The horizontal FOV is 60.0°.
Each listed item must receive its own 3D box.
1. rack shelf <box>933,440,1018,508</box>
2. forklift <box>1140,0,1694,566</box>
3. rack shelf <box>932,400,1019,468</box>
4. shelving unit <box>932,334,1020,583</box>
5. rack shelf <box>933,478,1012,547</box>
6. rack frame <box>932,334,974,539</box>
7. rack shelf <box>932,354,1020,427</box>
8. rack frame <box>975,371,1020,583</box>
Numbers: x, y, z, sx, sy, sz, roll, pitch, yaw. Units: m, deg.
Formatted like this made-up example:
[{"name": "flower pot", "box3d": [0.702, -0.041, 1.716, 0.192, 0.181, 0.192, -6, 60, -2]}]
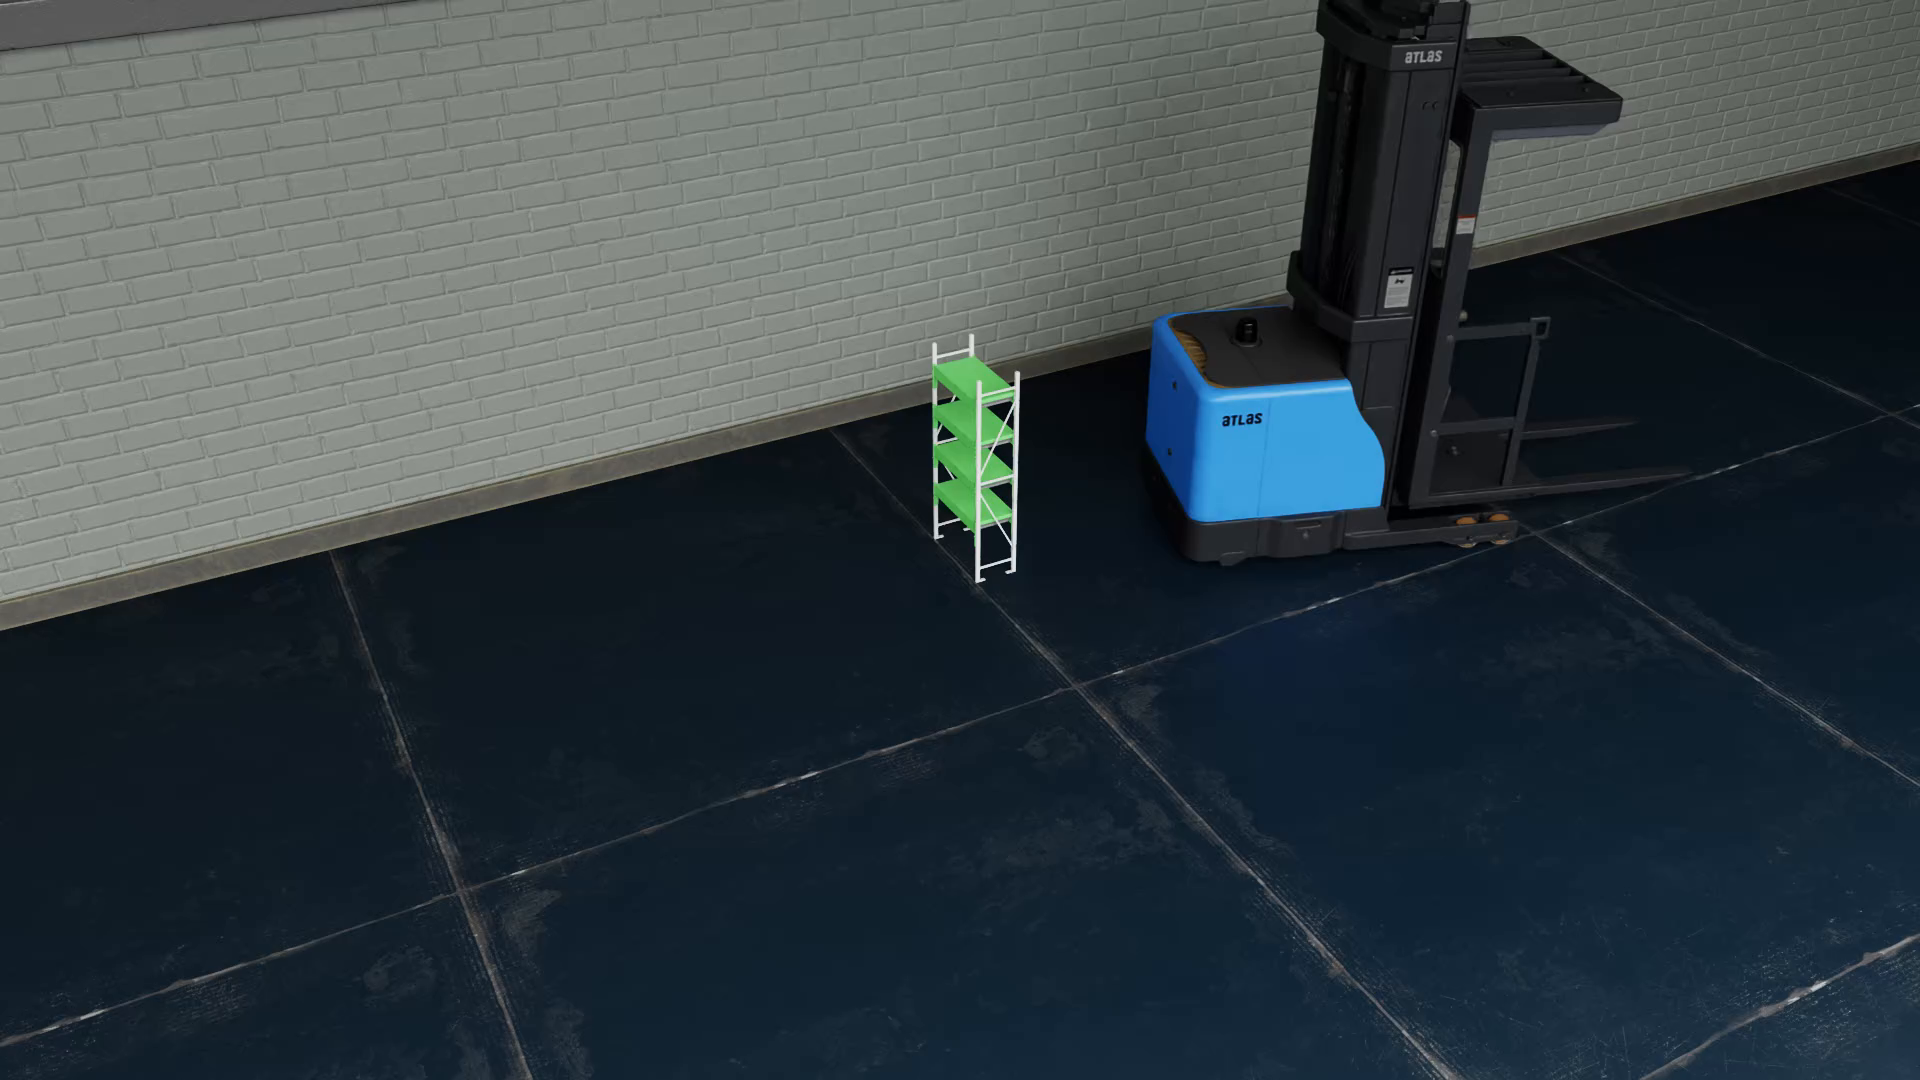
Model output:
[{"name": "rack shelf", "box3d": [0.077, -0.372, 8.837, 0.258, 0.148, 0.480, -16, 36, -23]}, {"name": "forklift", "box3d": [2.620, -1.467, 8.823, 3.031, 2.935, 1.130, -5, 33, -8]}, {"name": "rack shelf", "box3d": [0.077, -0.574, 8.708, 0.258, 0.148, 0.480, -16, 36, -23]}, {"name": "shelving unit", "box3d": [0.077, -0.426, 8.803, 0.258, 1.200, 0.503, -16, 36, -23]}, {"name": "rack shelf", "box3d": [0.077, -0.170, 8.967, 0.258, 0.148, 0.480, -16, 36, -23]}, {"name": "rack frame", "box3d": [-0.037, -0.543, 8.985, 0.240, 1.200, 0.015, -16, 36, -23]}, {"name": "rack shelf", "box3d": [0.077, -0.777, 8.579, 0.258, 0.148, 0.480, -16, 36, -23]}, {"name": "rack frame", "box3d": [0.191, -0.310, 8.621, 0.240, 1.200, 0.015, -16, 36, -23]}]
